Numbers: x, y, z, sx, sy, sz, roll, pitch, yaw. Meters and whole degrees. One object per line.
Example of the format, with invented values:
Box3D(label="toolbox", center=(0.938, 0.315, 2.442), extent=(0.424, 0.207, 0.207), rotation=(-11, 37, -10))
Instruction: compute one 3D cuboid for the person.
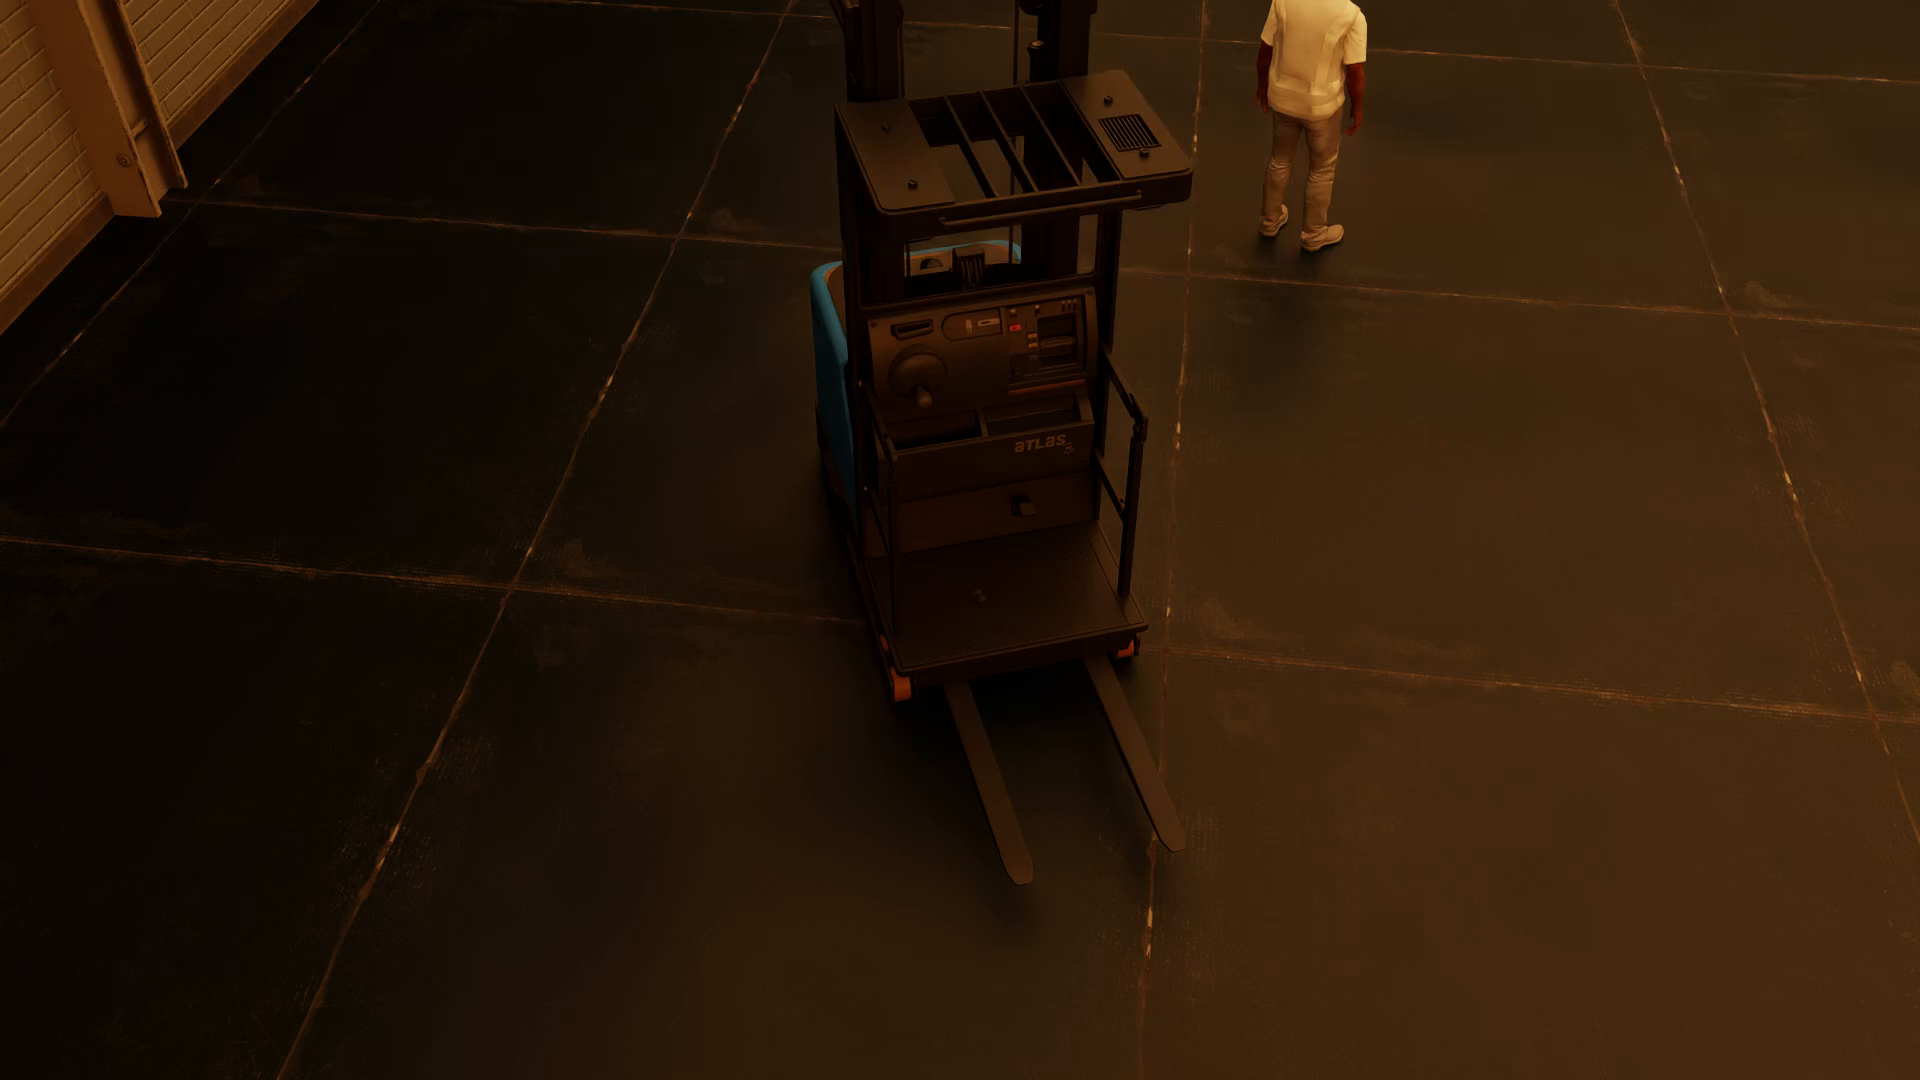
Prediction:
Box3D(label="person", center=(1.949, -2.477, 9.288), extent=(0.609, 1.761, 0.454), rotation=(25, 48, 25))

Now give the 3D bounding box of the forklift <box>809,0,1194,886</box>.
Box3D(label="forklift", center=(0.153, -0.681, 6.465), extent=(1.130, 2.935, 3.031), rotation=(-10, 44, -11))
